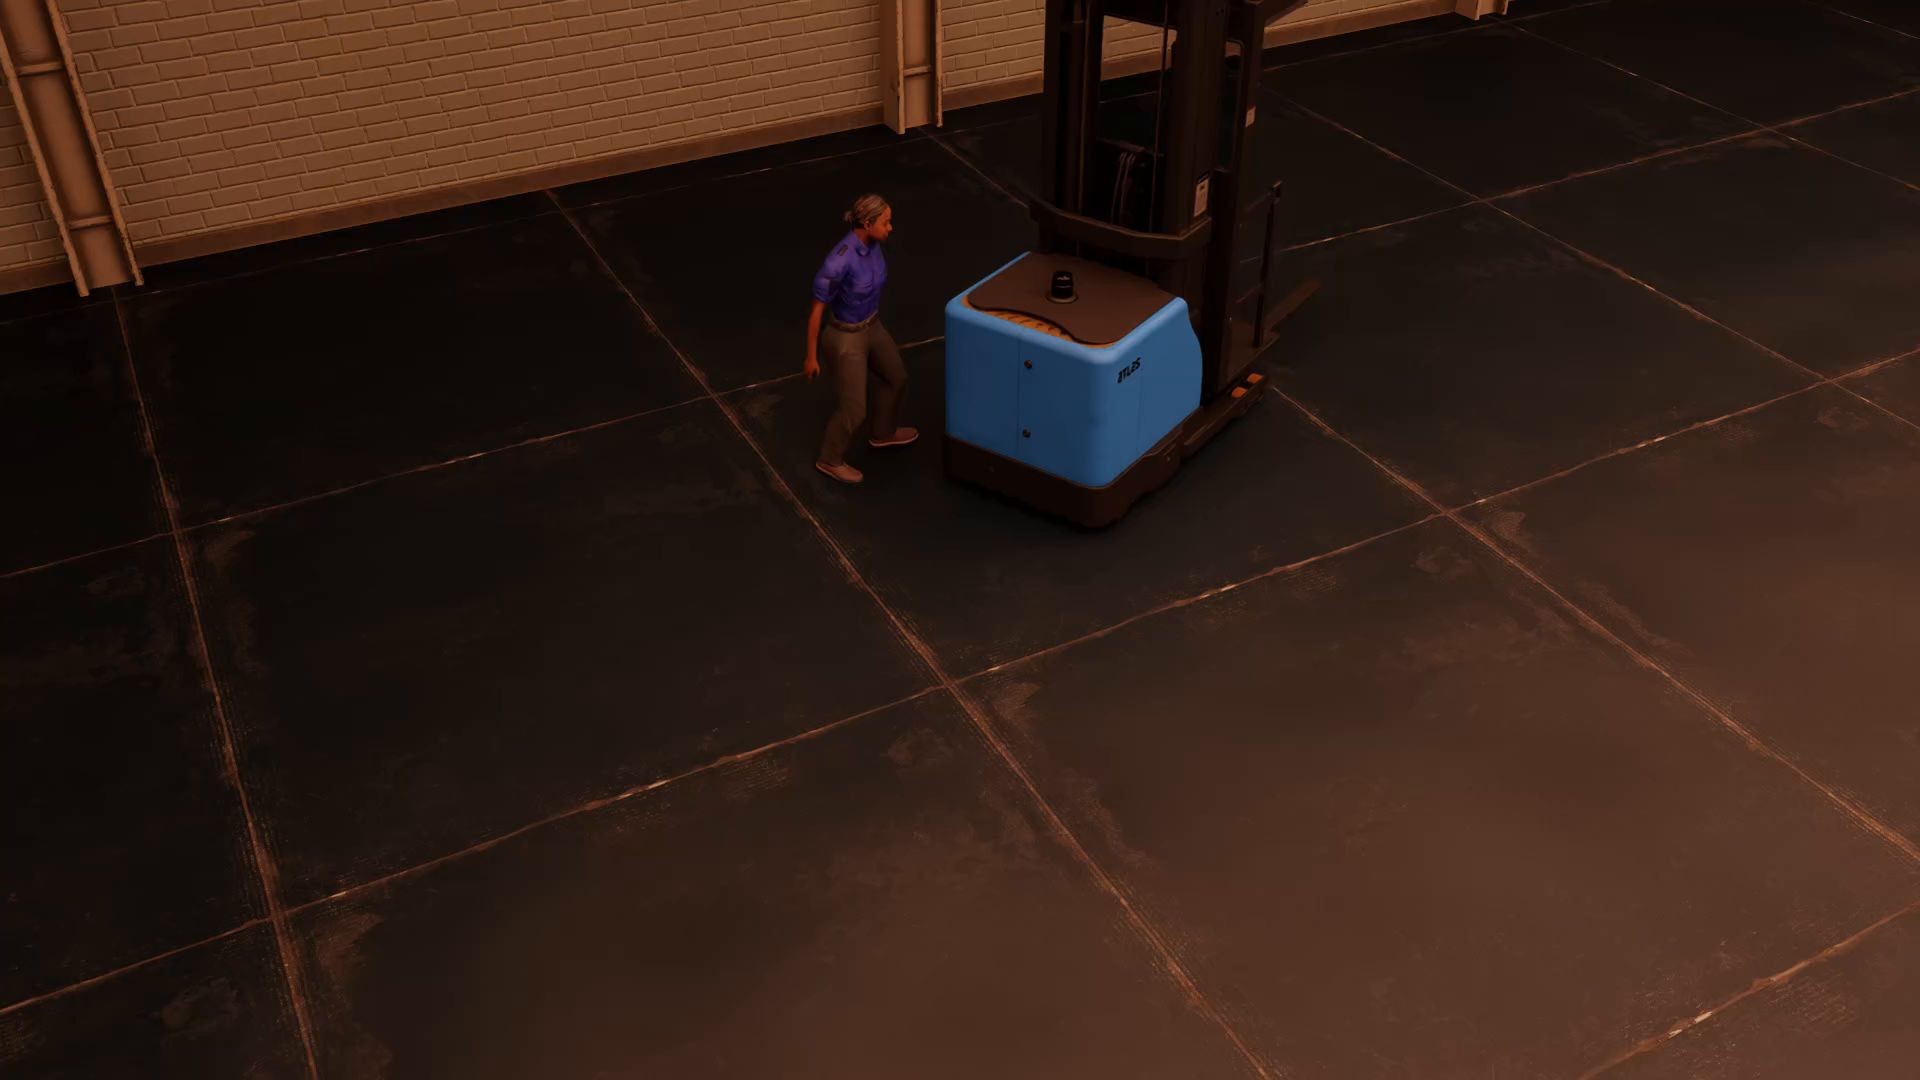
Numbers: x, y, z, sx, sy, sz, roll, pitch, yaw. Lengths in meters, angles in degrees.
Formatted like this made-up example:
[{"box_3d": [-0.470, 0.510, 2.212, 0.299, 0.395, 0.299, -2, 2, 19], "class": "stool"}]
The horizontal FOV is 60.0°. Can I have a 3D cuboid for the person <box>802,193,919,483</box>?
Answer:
[{"box_3d": [-0.545, -1.078, 8.806, 0.396, 1.628, 0.804, 17, 39, 23], "class": "person"}]

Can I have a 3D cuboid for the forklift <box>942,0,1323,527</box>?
[{"box_3d": [1.167, -2.067, 9.047, 1.130, 2.935, 3.031, 22, 41, 28], "class": "forklift"}]
